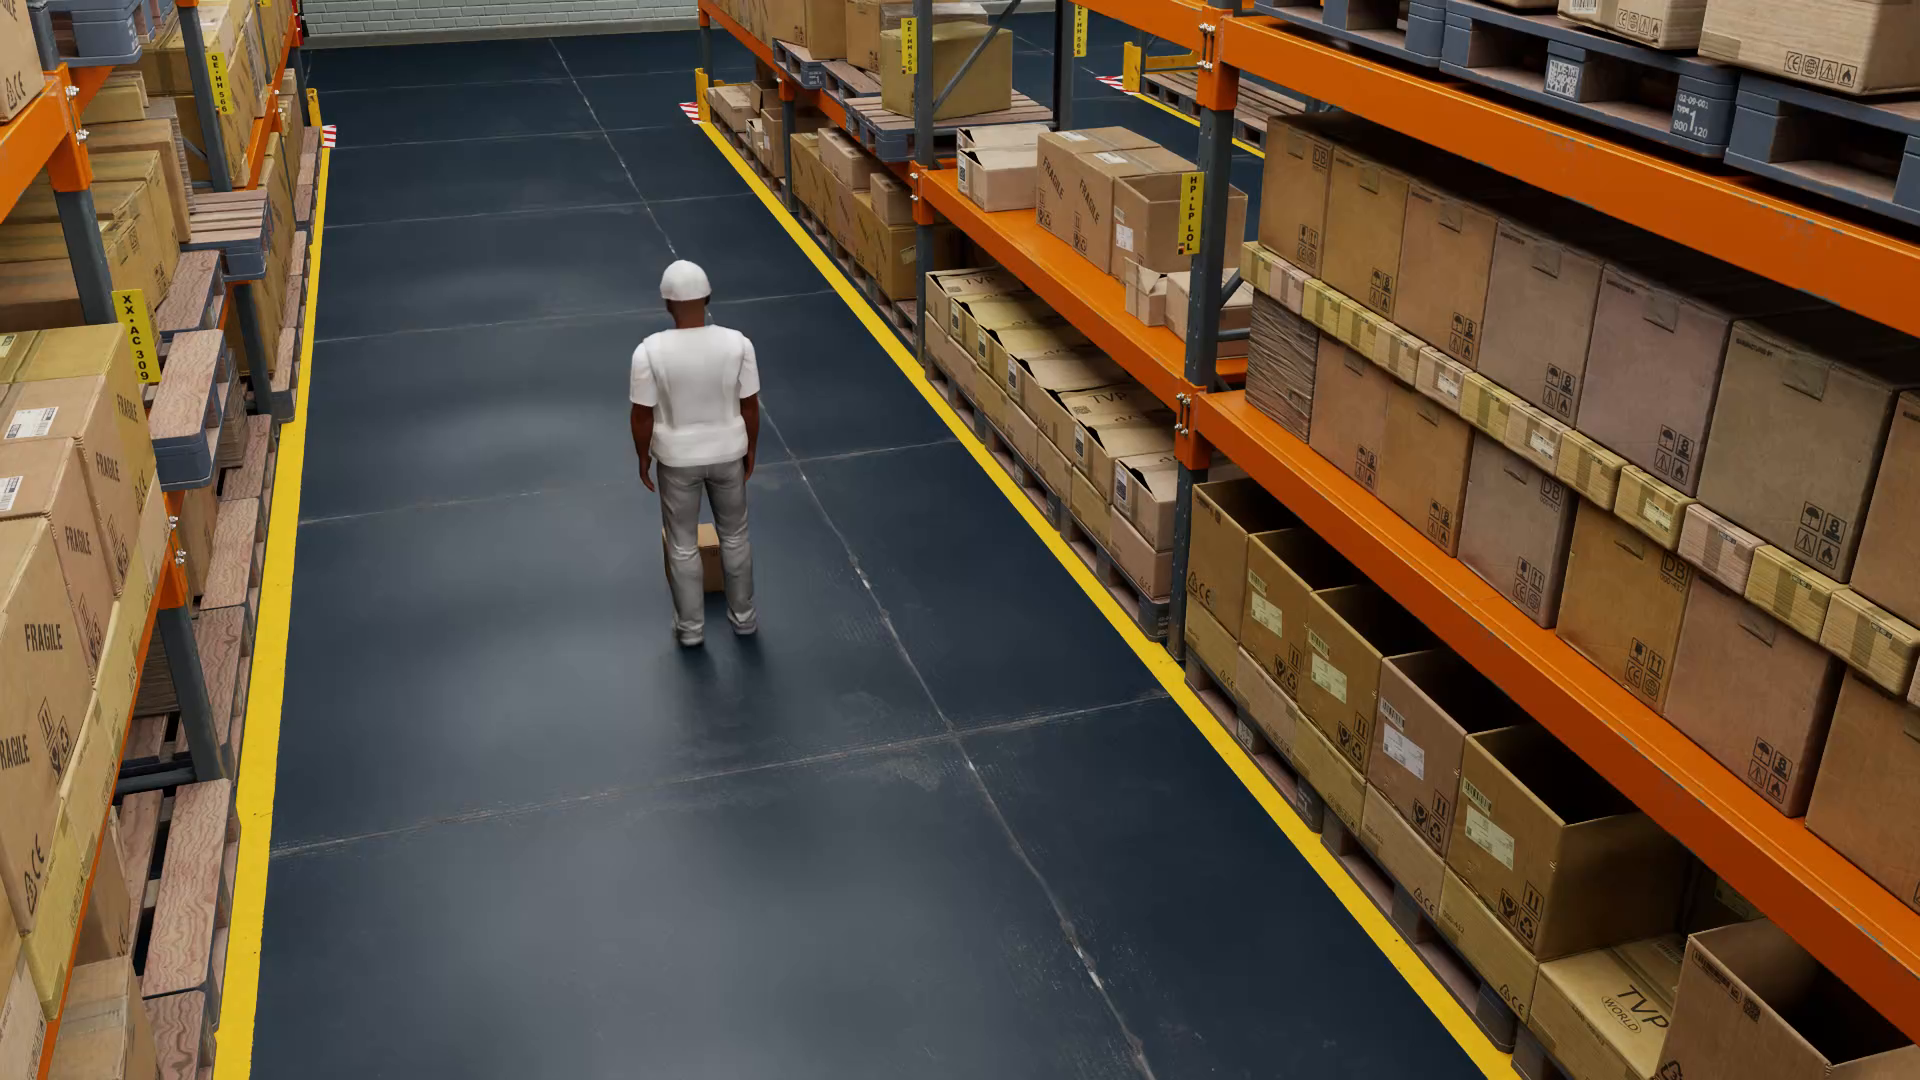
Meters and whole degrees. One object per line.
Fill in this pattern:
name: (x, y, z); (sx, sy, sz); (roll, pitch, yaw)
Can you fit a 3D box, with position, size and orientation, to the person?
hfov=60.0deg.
person: (-1.159, -0.369, 7.366); (0.564, 1.785, 0.363); (-8, 27, -15)
